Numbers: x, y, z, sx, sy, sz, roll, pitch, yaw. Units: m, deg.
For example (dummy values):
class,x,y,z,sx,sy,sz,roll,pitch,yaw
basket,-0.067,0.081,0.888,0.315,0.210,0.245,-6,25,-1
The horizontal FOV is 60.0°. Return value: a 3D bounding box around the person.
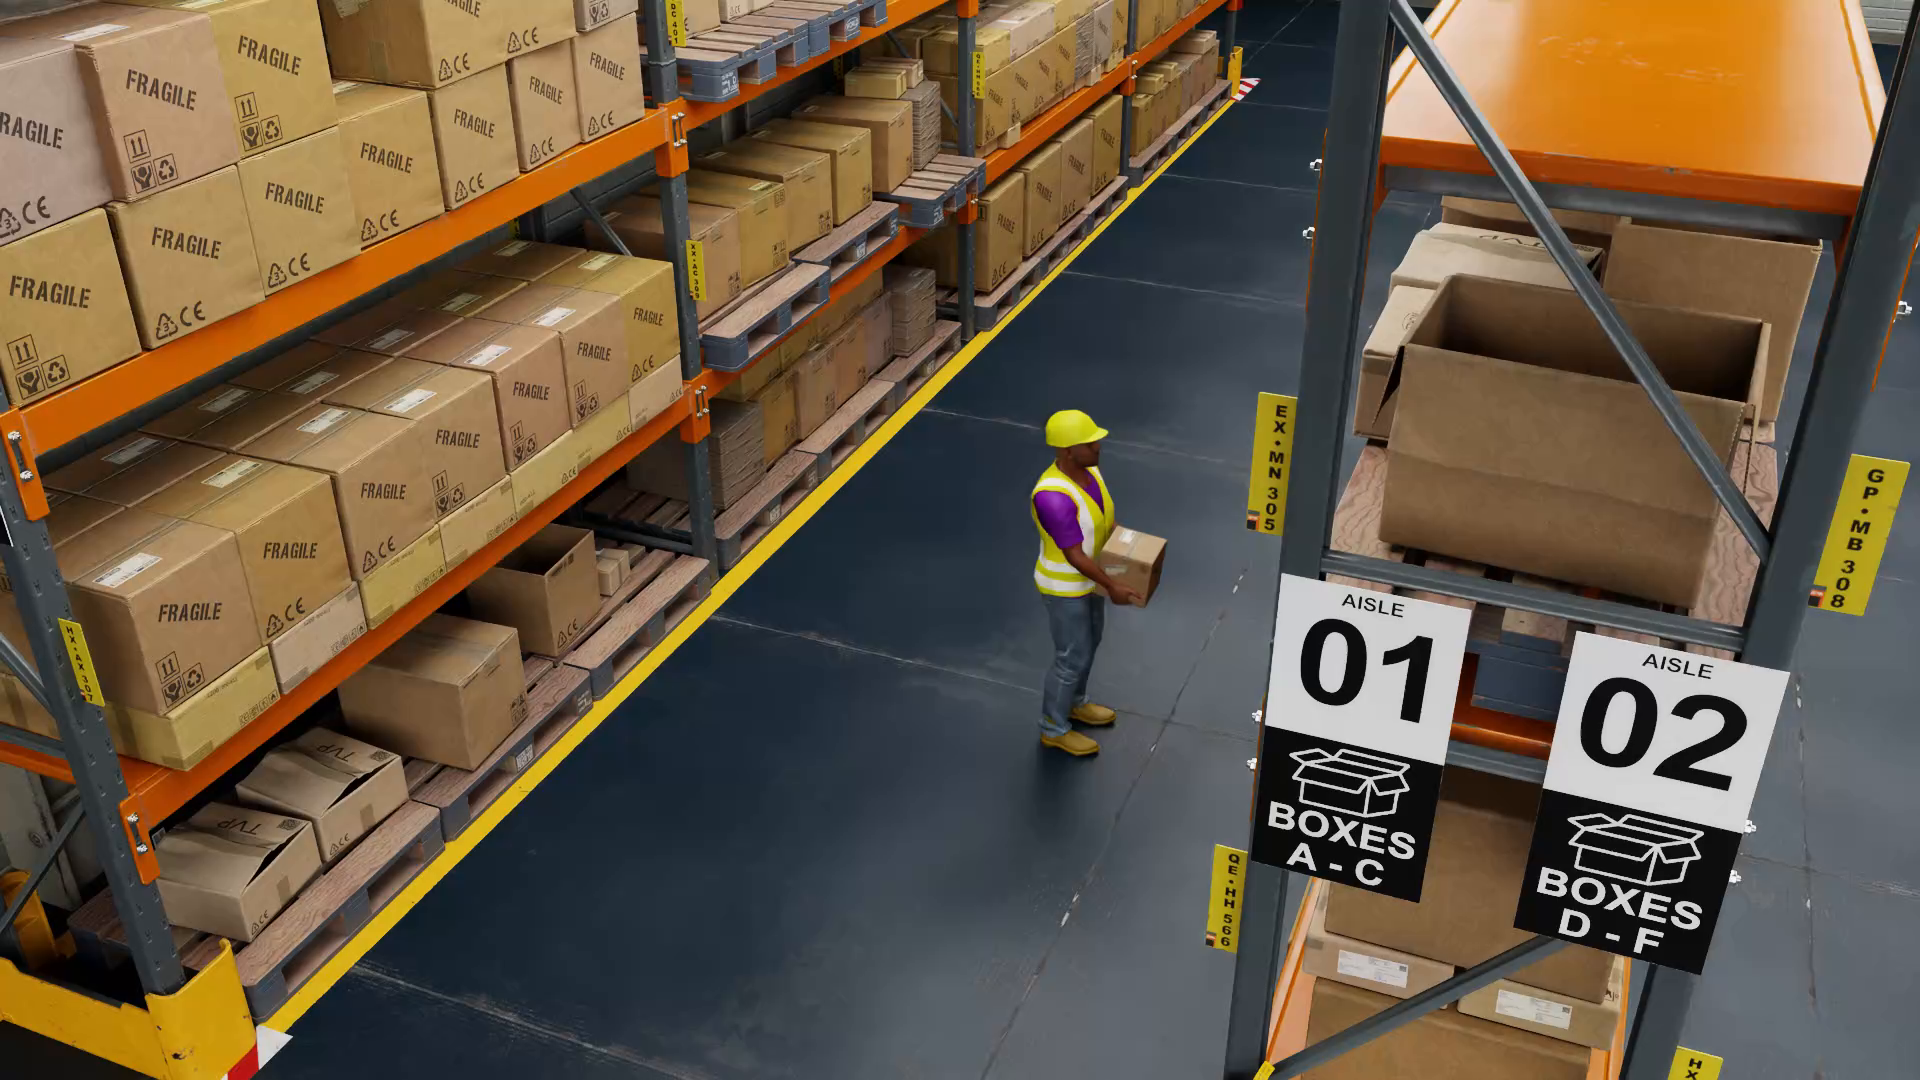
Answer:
class,x,y,z,sx,sy,sz,roll,pitch,yaw
person,0.645,0.209,8.004,0.573,1.767,0.521,11,31,19
